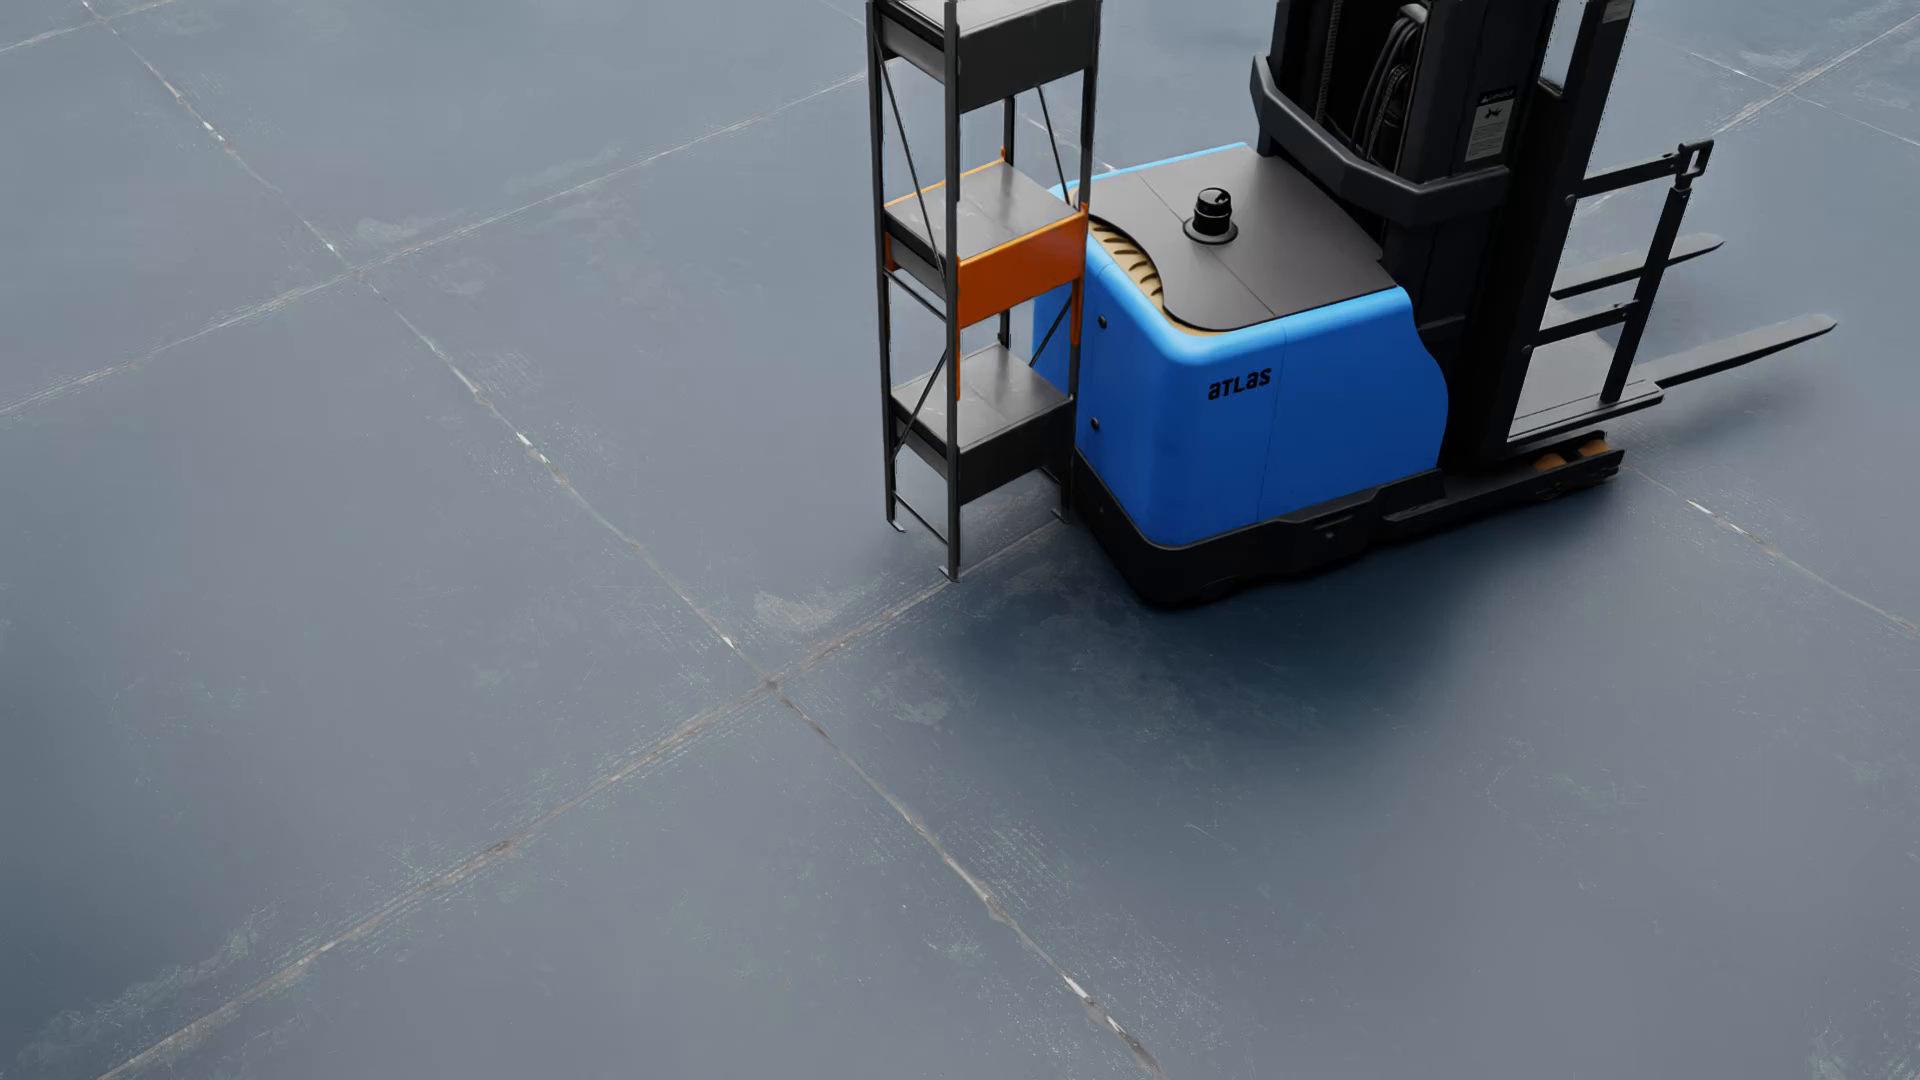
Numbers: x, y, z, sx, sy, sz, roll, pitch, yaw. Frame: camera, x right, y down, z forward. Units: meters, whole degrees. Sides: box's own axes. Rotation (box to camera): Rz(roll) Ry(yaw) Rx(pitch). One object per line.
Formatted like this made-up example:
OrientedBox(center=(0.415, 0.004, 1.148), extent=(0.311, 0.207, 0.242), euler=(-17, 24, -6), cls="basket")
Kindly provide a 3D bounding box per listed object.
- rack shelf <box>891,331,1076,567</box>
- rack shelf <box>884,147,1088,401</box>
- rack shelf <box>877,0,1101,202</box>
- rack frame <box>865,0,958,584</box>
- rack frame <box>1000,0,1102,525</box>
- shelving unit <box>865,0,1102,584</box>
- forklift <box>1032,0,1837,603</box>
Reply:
OrientedBox(center=(0.063, -0.310, 5.589), extent=(0.480, 0.518, 0.431), euler=(-27, 49, -26), cls="rack shelf")
OrientedBox(center=(0.063, -0.820, 5.109), extent=(0.480, 0.518, 0.431), euler=(-27, 49, -26), cls="rack shelf")
OrientedBox(center=(0.063, -1.330, 4.630), extent=(0.480, 0.518, 0.431), euler=(-27, 49, -26), cls="rack shelf")
OrientedBox(center=(-0.133, -0.731, 4.994), extent=(0.015, 2.100, 0.400), euler=(-27, 49, -26), cls="rack frame")
OrientedBox(center=(0.259, -0.929, 5.206), extent=(0.015, 2.100, 0.400), euler=(-27, 49, -26), cls="rack frame")
OrientedBox(center=(0.063, -0.830, 5.100), extent=(0.503, 2.100, 0.431), euler=(-27, 49, -26), cls="shelving unit")
OrientedBox(center=(1.803, -1.527, 5.235), extent=(3.031, 2.935, 1.130), euler=(-16, 46, -17), cls="forklift")
